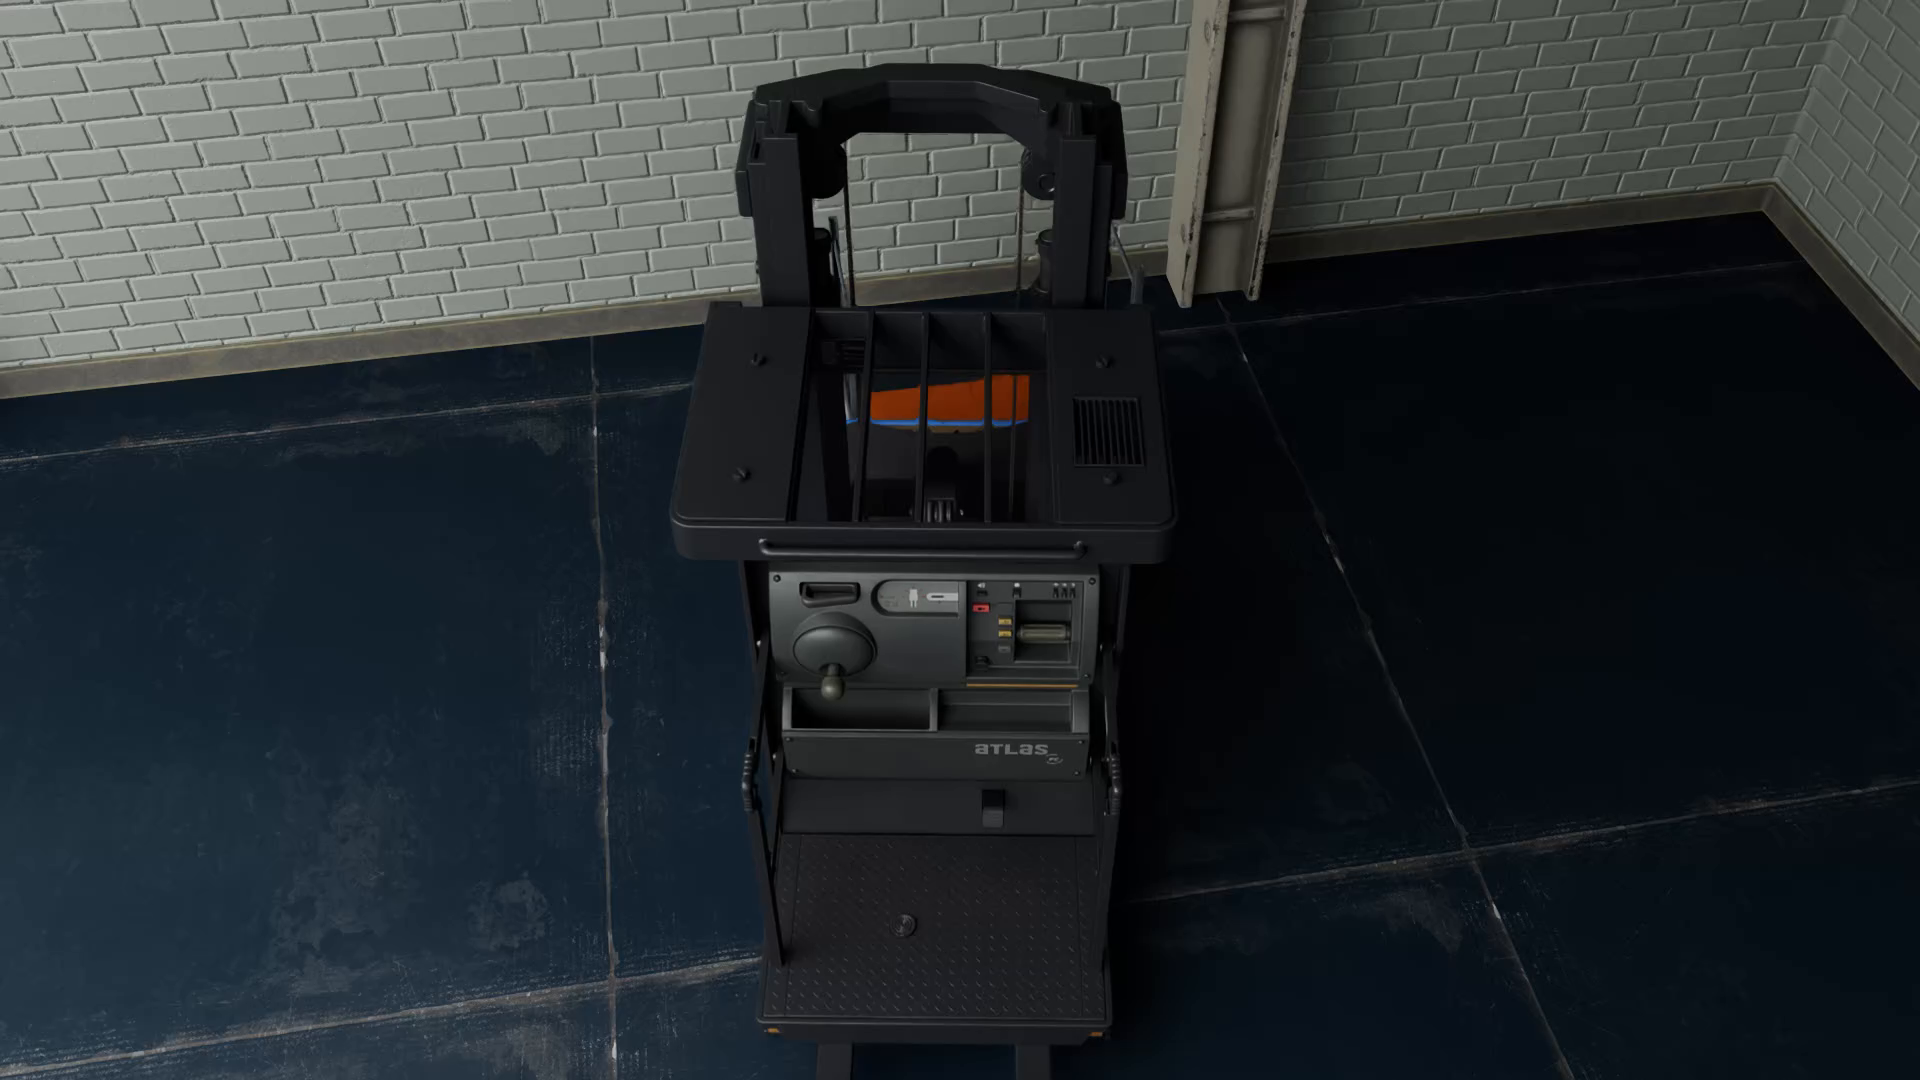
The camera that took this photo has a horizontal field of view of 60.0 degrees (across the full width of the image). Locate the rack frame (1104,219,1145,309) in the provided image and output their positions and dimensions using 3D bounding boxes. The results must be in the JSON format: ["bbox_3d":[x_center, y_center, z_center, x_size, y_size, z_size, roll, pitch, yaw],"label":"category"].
[{"bbox_3d":[0.585,-0.593,6.473,0.032,1.500,0.500,-7,46,-7],"label":"rack frame"}]

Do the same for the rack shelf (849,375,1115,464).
[{"bbox_3d":[0.084,-0.406,6.543,1.000,0.185,0.538,-7,46,-7],"label":"rack shelf"}]

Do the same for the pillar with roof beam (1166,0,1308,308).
[{"bbox_3d":[1.967,-1.320,1.966,0.400,9.000,9.100,-7,46,-7],"label":"pillar with roof beam"}]

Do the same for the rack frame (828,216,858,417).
[{"bbox_3d":[-0.417,-0.468,6.353,0.032,1.500,0.500,-7,46,-7],"label":"rack frame"}]

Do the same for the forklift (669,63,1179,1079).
[{"bbox_3d":[-0.072,0.354,4.566,1.130,2.935,3.031,0,46,0],"label":"forklift"}]

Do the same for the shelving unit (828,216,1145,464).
[{"bbox_3d":[0.075,-0.530,6.412,1.083,1.500,0.587,-7,46,-7],"label":"shelving unit"}]
